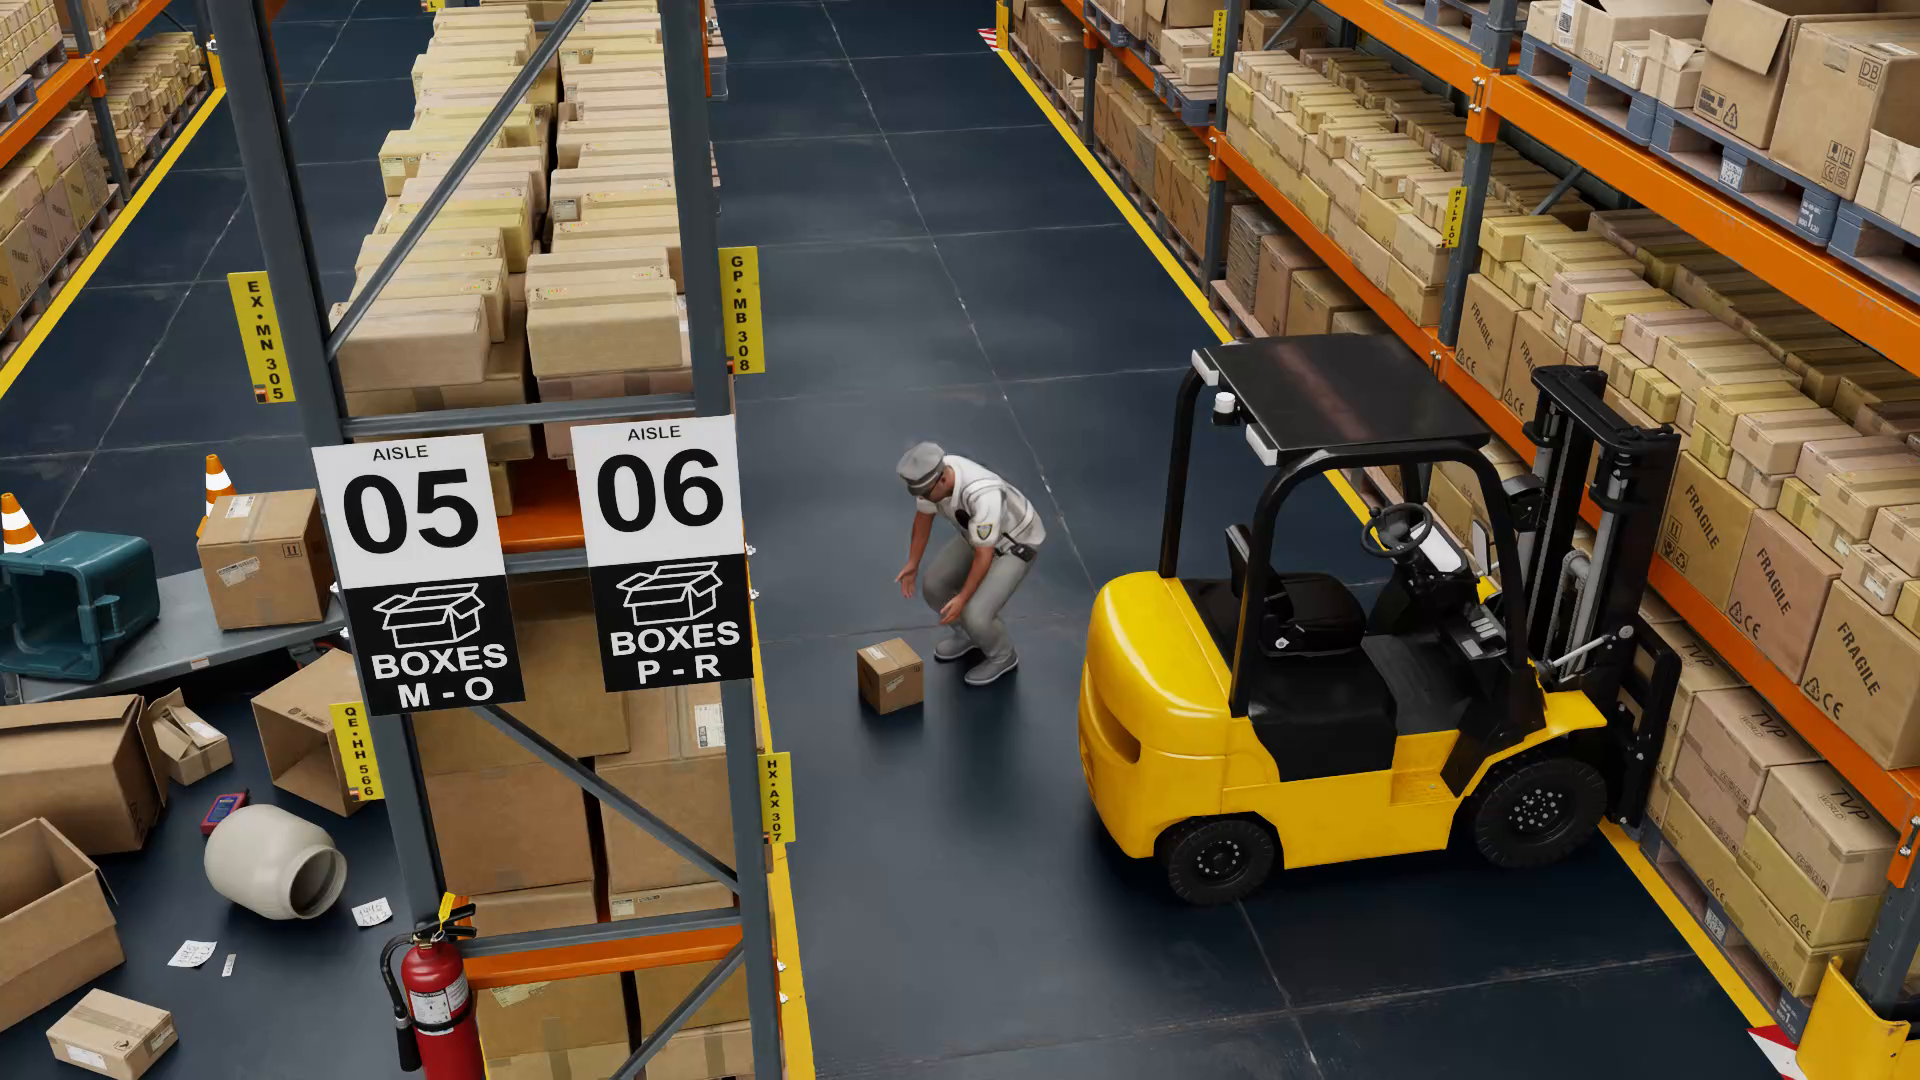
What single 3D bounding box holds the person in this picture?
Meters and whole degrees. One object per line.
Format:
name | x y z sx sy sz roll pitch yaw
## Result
person | 0.053 0.084 8.362 0.826 1.381 0.590 -19 36 -29
